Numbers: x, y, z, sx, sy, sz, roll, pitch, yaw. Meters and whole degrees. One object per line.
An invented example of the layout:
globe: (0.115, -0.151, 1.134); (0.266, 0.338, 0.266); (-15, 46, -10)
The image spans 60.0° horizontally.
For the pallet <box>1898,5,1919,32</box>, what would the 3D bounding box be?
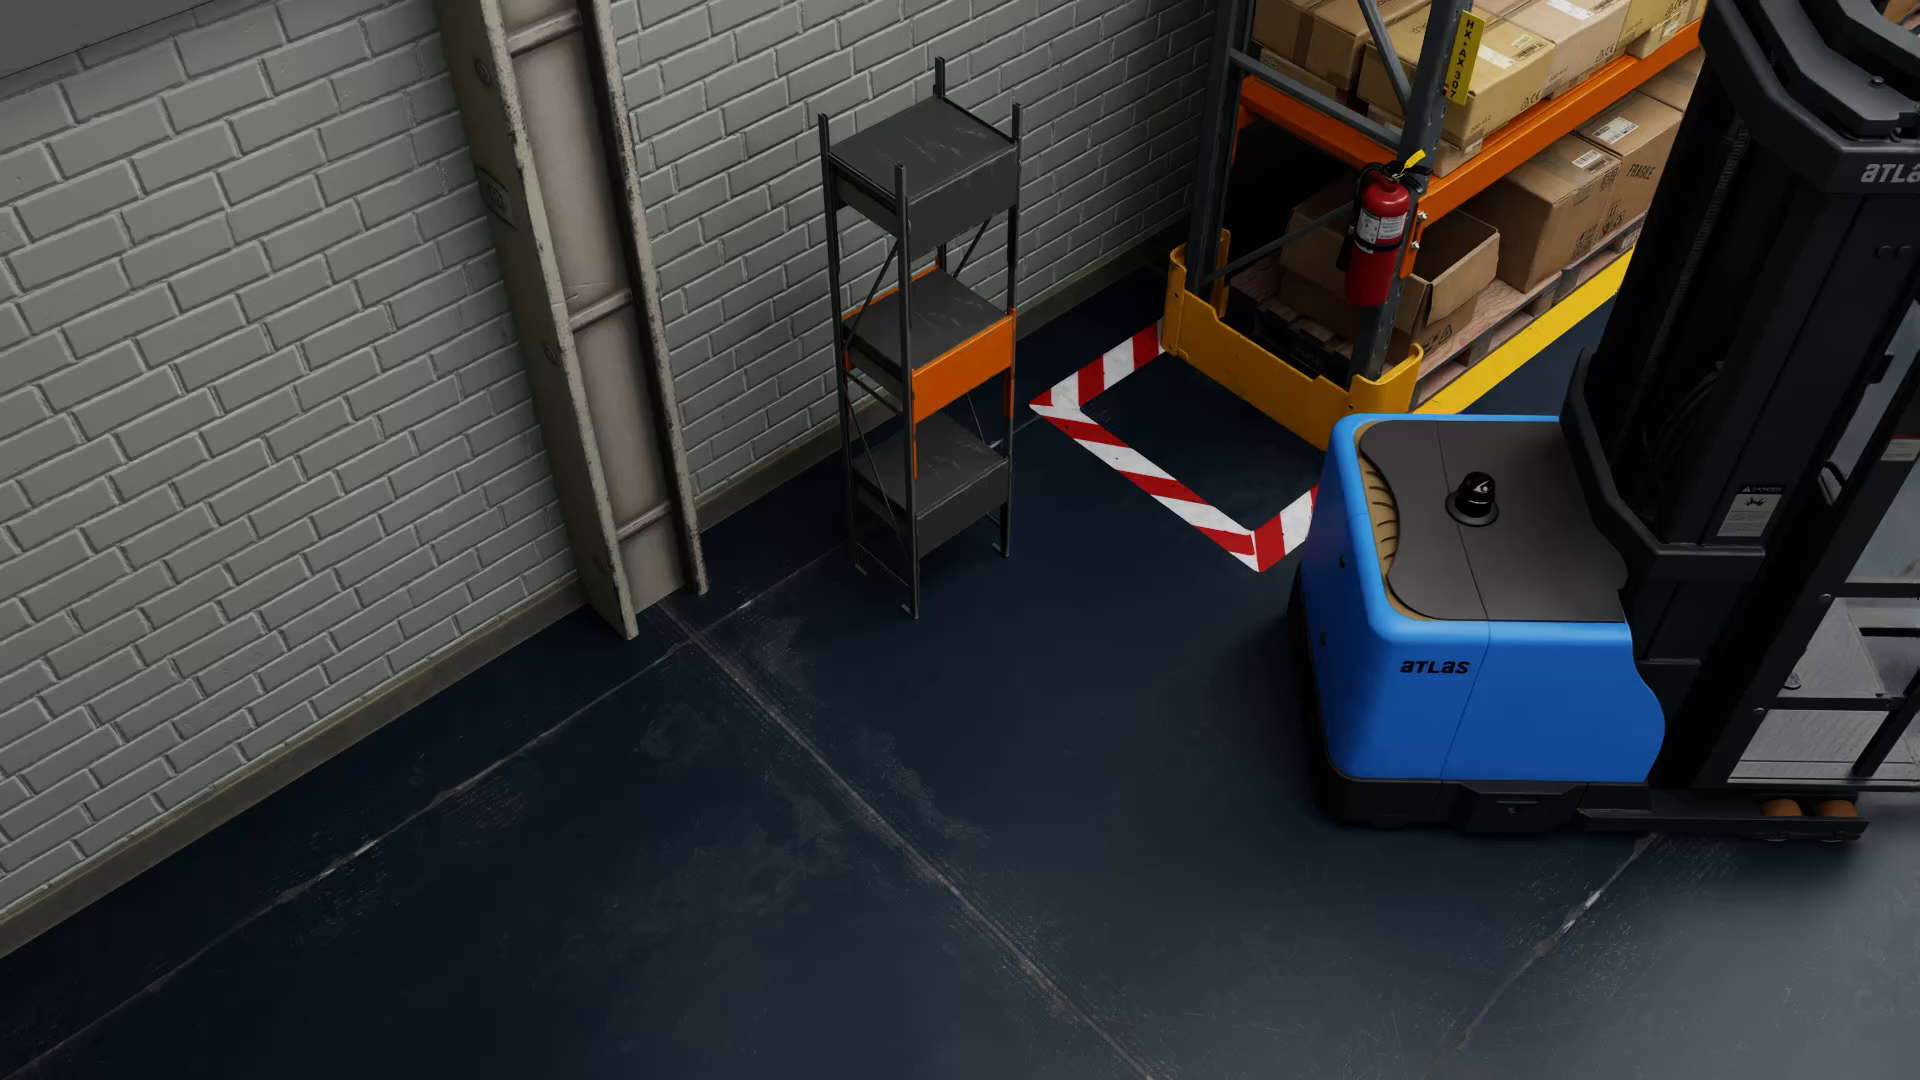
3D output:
pallet: (4.892, -3.105, 9.525); (1.213, 0.211, 1.003); (-34, 56, -27)

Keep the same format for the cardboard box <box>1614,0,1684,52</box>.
cardboard box: (2.619, -2.280, 6.766); (0.500, 0.250, 0.500); (-35, 56, -28)

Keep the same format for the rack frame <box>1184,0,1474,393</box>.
rack frame: (1.356, -1.651, 6.285); (0.127, 3.000, 1.000); (-34, 56, -27)

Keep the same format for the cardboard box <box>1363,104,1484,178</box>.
cardboard box: (1.784, -1.579, 6.390); (0.250, 0.149, 0.380); (-34, 56, -27)

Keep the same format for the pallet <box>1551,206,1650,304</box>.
pallet: (2.904, -1.737, 8.263); (1.213, 0.211, 1.003); (-34, 56, -27)

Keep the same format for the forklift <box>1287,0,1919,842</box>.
forklift: (2.776, -0.333, 5.117); (3.031, 2.935, 1.130); (1, 47, 1)

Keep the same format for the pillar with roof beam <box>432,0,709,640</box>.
pillar with roof beam: (1.651, -0.501, 1.143); (0.400, 9.000, 9.100); (-34, 56, -27)

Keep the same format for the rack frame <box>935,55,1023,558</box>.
rack frame: (0.058, -0.751, 6.067); (0.015, 2.100, 0.400); (-34, 56, -27)

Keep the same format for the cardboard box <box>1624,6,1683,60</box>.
cardboard box: (2.771, -2.189, 6.953); (0.250, 0.149, 0.380); (-35, 56, -28)

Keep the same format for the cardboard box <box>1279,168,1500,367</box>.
cardboard box: (1.873, -1.197, 7.280); (0.637, 0.503, 0.797); (-36, 57, -28)

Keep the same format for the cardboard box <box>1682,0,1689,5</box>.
cardboard box: (2.983, -2.545, 7.010); (0.500, 0.250, 0.500); (-35, 56, -28)

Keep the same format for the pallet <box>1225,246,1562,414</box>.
pallet: (2.002, -1.137, 7.709); (1.213, 0.211, 1.003); (-34, 56, -27)

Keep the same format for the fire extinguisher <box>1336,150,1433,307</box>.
fire extinguisher: (1.558, -1.174, 6.152); (0.183, 0.674, 0.296); (-34, 56, -27)

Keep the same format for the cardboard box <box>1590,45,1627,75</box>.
cardboard box: (2.533, -2.104, 6.875); (0.250, 0.149, 0.380); (-33, 55, -27)

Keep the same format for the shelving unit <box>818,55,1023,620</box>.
shelving unit: (-0.122, -0.630, 5.956); (0.503, 2.100, 0.431); (-34, 56, -27)

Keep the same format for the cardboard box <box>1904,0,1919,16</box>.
cardboard box: (5.212, -3.308, 9.230); (0.500, 0.500, 0.500); (-34, 56, -28)

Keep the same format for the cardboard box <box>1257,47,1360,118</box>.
cardboard box: (1.421, -1.875, 6.663); (0.250, 0.149, 0.380); (-34, 56, -28)

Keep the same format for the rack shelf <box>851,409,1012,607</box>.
rack shelf: (-0.122, -0.146, 6.481); (0.480, 0.518, 0.431); (-34, 56, -27)

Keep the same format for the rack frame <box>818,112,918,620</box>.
rack frame: (-0.303, -0.510, 5.845); (0.015, 2.100, 0.400); (-34, 56, -27)

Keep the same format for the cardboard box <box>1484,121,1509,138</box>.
cardboard box: (1.941, -1.730, 6.529); (0.250, 0.149, 0.380); (-32, 55, -26)

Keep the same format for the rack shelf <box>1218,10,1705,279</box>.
rack shelf: (2.836, -2.395, 7.462); (4.000, 0.370, 1.077); (-34, 56, -27)

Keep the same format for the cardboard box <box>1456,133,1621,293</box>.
cardboard box: (2.531, -1.598, 7.651); (0.500, 0.500, 0.700); (-32, 55, -26)

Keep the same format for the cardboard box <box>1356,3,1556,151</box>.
cardboard box: (1.873, -1.778, 6.303); (0.500, 0.250, 0.500); (-33, 56, -27)

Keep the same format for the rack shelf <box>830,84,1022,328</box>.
rack shelf: (-0.122, -1.096, 5.452); (0.480, 0.518, 0.431); (-34, 56, -27)

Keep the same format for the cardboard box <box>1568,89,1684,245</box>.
cardboard box: (2.990, -1.805, 7.842); (0.500, 0.500, 0.500); (-33, 55, -27)

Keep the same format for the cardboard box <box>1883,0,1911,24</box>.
cardboard box: (4.825, -3.040, 8.982); (0.500, 0.500, 0.500); (-31, 55, -26)

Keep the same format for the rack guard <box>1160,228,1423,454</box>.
rack guard: (1.412, -0.840, 7.239); (0.348, 0.500, 1.175); (-34, 56, -27)

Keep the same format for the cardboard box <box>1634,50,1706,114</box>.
cardboard box: (3.299, -2.111, 8.125); (0.500, 0.500, 0.700); (-36, 57, -28)

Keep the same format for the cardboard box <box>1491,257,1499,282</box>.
cardboard box: (2.213, -1.266, 7.584); (0.250, 0.149, 0.380); (-36, 57, -28)

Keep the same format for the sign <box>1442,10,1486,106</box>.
sign: (1.721, -1.649, 5.695); (0.005, 0.325, 0.100); (-34, 56, -27)

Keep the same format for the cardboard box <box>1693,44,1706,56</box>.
cardboard box: (3.668, -2.661, 8.761); (0.500, 0.311, 0.500); (-32, 55, -26)

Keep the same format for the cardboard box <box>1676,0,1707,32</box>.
cardboard box: (2.952, -2.330, 7.083); (0.250, 0.149, 0.380); (-33, 55, -26)

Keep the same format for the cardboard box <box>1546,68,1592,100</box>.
cardboard box: (2.340, -1.970, 6.751); (0.250, 0.149, 0.380); (-32, 55, -26)

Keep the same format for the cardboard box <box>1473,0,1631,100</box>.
cardboard box: (2.246, -2.028, 6.533); (0.500, 0.250, 0.500); (-33, 55, -27)

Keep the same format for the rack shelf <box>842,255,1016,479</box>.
rack shelf: (-0.122, -0.621, 5.966); (0.480, 0.518, 0.431); (-34, 56, -27)

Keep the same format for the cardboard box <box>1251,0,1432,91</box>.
cardboard box: (1.518, -2.072, 6.574); (0.500, 0.250, 0.500); (-32, 55, -26)
